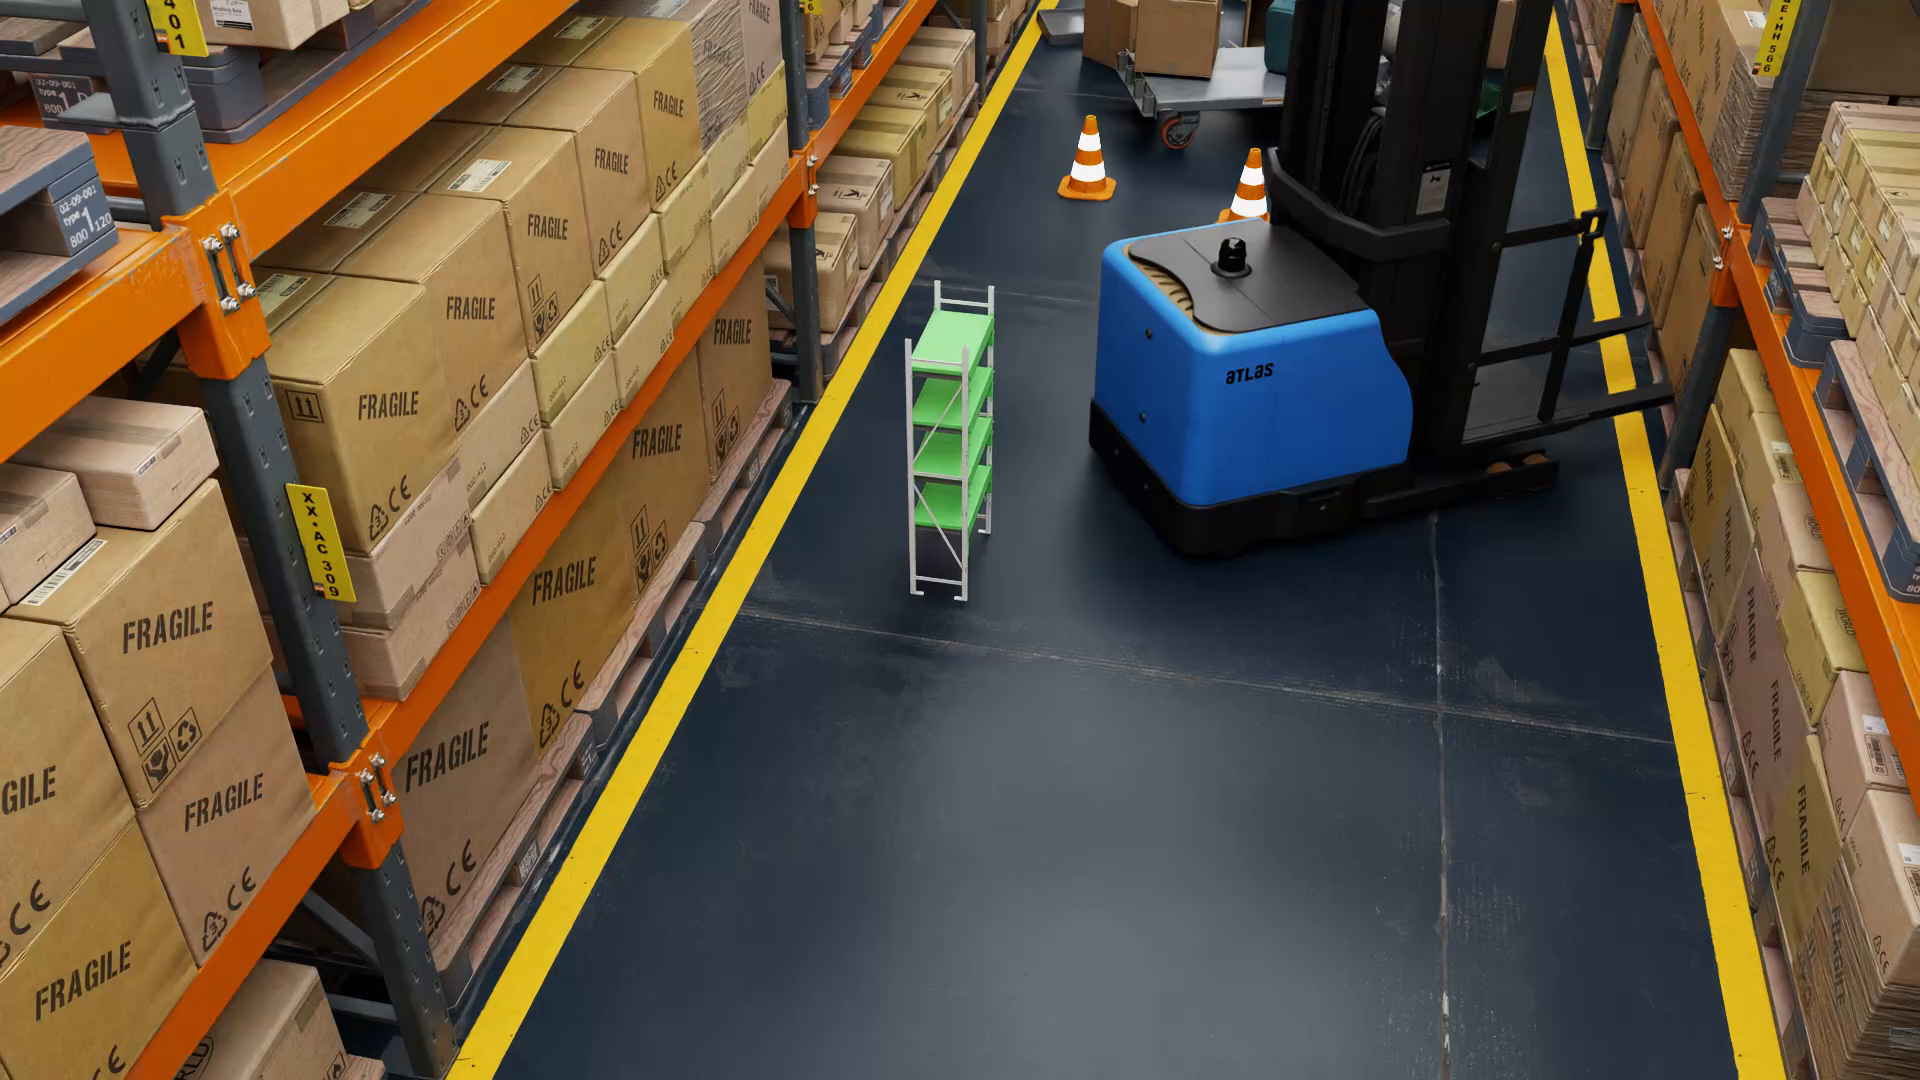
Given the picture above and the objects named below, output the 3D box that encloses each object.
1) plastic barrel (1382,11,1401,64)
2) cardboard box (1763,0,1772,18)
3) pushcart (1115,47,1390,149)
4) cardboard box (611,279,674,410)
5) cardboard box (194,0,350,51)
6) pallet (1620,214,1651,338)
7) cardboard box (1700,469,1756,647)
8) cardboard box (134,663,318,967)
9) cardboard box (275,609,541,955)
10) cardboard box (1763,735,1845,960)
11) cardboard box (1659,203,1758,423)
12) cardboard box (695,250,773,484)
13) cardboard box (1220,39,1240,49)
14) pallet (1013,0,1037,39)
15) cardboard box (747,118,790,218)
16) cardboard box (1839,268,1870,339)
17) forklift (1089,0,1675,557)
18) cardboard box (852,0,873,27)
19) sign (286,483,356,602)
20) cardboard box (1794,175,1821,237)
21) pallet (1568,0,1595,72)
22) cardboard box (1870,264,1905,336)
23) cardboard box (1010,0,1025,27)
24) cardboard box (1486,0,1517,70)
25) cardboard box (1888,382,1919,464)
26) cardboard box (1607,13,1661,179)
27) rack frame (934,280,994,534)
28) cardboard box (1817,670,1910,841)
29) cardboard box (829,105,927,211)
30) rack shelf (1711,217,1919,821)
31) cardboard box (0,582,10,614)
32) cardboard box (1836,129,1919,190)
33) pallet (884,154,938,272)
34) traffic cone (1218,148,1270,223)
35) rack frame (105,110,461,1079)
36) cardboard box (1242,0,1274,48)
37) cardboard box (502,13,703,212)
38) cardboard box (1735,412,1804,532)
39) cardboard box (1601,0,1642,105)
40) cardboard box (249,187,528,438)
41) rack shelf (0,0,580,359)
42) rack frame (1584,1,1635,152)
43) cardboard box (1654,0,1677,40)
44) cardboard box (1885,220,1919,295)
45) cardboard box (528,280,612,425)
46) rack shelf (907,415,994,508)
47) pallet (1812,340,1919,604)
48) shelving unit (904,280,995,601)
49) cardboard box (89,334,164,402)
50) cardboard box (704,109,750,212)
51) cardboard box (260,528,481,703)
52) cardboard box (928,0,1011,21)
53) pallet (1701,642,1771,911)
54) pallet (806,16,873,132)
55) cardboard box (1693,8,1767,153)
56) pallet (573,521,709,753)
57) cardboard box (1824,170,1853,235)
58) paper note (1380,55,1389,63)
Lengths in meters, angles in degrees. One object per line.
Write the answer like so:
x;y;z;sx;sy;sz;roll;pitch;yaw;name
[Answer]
3.280;-3.499;11.718;0.421;0.421;0.512;-24;42;-30;plastic barrel
3.894;-2.398;7.066;0.700;0.500;0.500;7;36;9;cardboard box
1.917;-2.944;10.990;1.648;0.377;0.936;-5;36;-6;pushcart
-1.328;-0.709;5.799;0.500;0.250;0.500;7;36;9;cardboard box
-1.581;-1.249;3.618;0.396;0.266;0.258;7;37;10;cardboard box
4.186;-1.417;9.026;1.003;0.211;1.213;7;37;10;pallet
3.177;0.098;6.331;0.500;0.500;0.500;8;37;11;cardboard box
-1.879;0.581;3.807;0.500;0.500;0.500;8;37;10;cardboard box
-1.976;0.649;5.251;0.875;0.875;0.875;8;37;11;cardboard box
2.849;0.979;5.116;0.500;0.500;0.500;6;36;9;cardboard box
3.900;-1.004;7.638;1.050;0.750;0.750;7;36;9;cardboard box
-1.404;-0.893;7.379;0.875;0.875;0.875;7;37;10;cardboard box
1.949;-3.353;11.651;0.258;0.266;0.396;-17;39;-22;cardboard box
0.046;-4.224;12.899;1.003;0.211;1.213;7;37;10;pallet
-1.030;-1.586;7.010;0.500;0.250;0.500;6;36;8;cardboard box
3.218;-0.780;5.627;0.380;0.149;0.250;9;37;12;cardboard box
2.173;-1.648;7.027;3.031;2.935;1.130;-12;38;-17;forklift
-0.649;-2.665;8.227;0.380;0.149;0.250;8;37;10;cardboard box
-1.488;0.010;3.875;0.100;0.325;0.005;7;37;10;sign
3.389;-1.244;6.266;0.380;0.149;0.250;7;36;9;cardboard box
5.033;-3.698;12.173;1.003;0.211;1.213;7;37;10;pallet
3.165;-0.747;5.327;0.380;0.149;0.250;7;37;10;cardboard box
0.172;-3.931;12.103;0.500;0.250;0.500;9;37;13;cardboard box
3.865;-3.707;11.937;0.500;0.500;0.500;14;38;18;cardboard box
3.051;-0.334;5.012;0.380;0.149;0.250;6;36;8;cardboard box
4.491;-2.592;9.829;1.050;0.750;0.750;7;37;10;cardboard box
0.017;-0.531;6.960;0.240;1.200;0.015;7;37;10;rack frame
2.862;0.673;4.898;0.500;0.250;0.500;9;37;12;cardboard box
-0.728;-2.256;9.688;0.950;0.372;0.625;8;37;12;cardboard box
3.255;0.031;5.264;1.077;0.370;4.000;7;37;10;rack shelf
-2.010;0.112;3.050;0.380;0.149;0.250;7;37;10;cardboard box
3.339;-1.321;5.866;0.380;0.149;0.250;6;36;9;cardboard box
-0.745;-1.985;9.809;1.003;0.211;1.213;7;37;10;pallet
1.697;-2.057;9.694;0.336;0.463;0.334;7;37;10;traffic cone
-2.030;0.324;4.247;1.000;3.000;0.127;7;37;10;rack frame
2.440;-3.738;11.863;0.797;0.637;0.503;7;37;10;cardboard box
-1.245;-1.506;5.835;0.500;0.500;0.500;7;37;10;cardboard box
3.190;-0.213;6.120;0.500;0.250;0.500;7;37;9;cardboard box
4.739;-3.361;10.785;0.875;0.875;0.875;8;37;11;cardboard box
-1.574;-0.633;4.630;0.500;0.500;0.500;7;37;10;cardboard box
-1.603;-1.746;5.160;1.077;0.370;4.000;7;37;10;rack shelf
4.536;-3.700;9.799;1.000;3.000;0.127;7;37;10;rack frame
3.944;-2.897;8.606;0.500;0.500;0.500;7;37;10;cardboard box
3.169;-0.874;5.249;0.380;0.149;0.250;9;37;12;cardboard box
-1.443;-0.623;5.255;0.500;0.250;0.500;8;37;11;cardboard box
-0.035;-0.339;6.804;0.258;0.148;0.480;7;37;10;rack shelf
3.299;-0.189;5.118;1.003;0.211;1.213;7;37;10;pallet
-0.035;-0.391;6.767;0.258;1.200;0.503;7;37;10;shelving unit
-2.180;-0.409;4.321;0.500;0.500;0.500;8;37;11;cardboard box
-1.137;-1.507;6.475;0.500;0.250;0.500;6;36;9;cardboard box
-1.678;0.166;4.593;0.500;0.250;0.500;6;36;9;cardboard box
0.069;-3.927;11.459;0.500;0.500;0.500;9;37;12;cardboard box
3.251;0.868;5.873;1.003;0.211;1.213;7;37;10;pallet
-1.128;-2.313;8.049;1.213;0.211;1.003;7;37;10;pallet
3.623;-2.025;7.402;0.500;0.500;0.500;7;37;10;cardboard box
-1.680;0.300;6.657;1.003;0.211;1.213;7;37;10;pallet
3.326;-1.188;5.935;0.380;0.149;0.250;9;37;12;cardboard box
3.038;-3.502;12.063;0.172;0.023;0.155;20;41;26;paper note
